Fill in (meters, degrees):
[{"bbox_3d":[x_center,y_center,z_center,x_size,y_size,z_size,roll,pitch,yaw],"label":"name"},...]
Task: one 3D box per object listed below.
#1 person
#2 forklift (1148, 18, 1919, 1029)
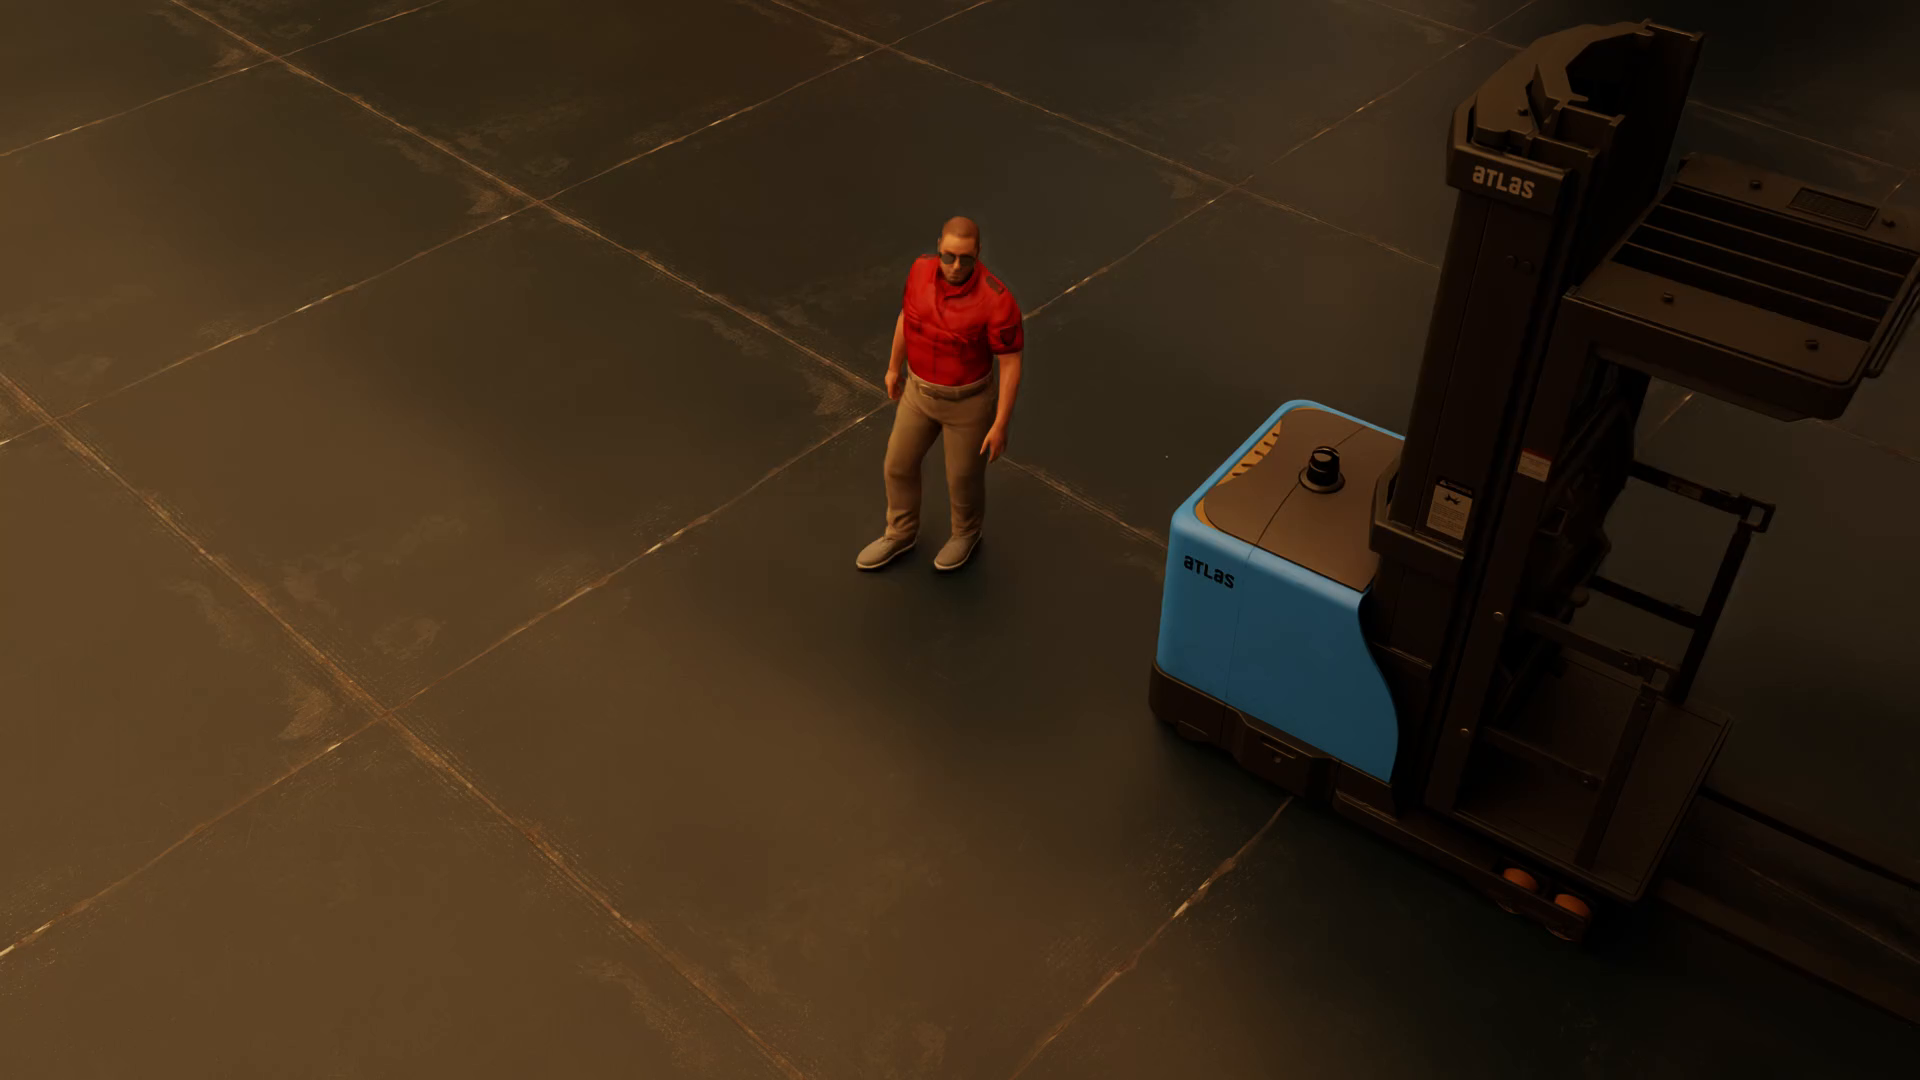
[{"bbox_3d":[-0.084,-0.556,7.009,0.681,1.716,0.528,22,45,23],"label":"person"},{"bbox_3d":[2.255,-0.068,5.507,3.031,2.935,1.130,26,47,27],"label":"forklift"}]
